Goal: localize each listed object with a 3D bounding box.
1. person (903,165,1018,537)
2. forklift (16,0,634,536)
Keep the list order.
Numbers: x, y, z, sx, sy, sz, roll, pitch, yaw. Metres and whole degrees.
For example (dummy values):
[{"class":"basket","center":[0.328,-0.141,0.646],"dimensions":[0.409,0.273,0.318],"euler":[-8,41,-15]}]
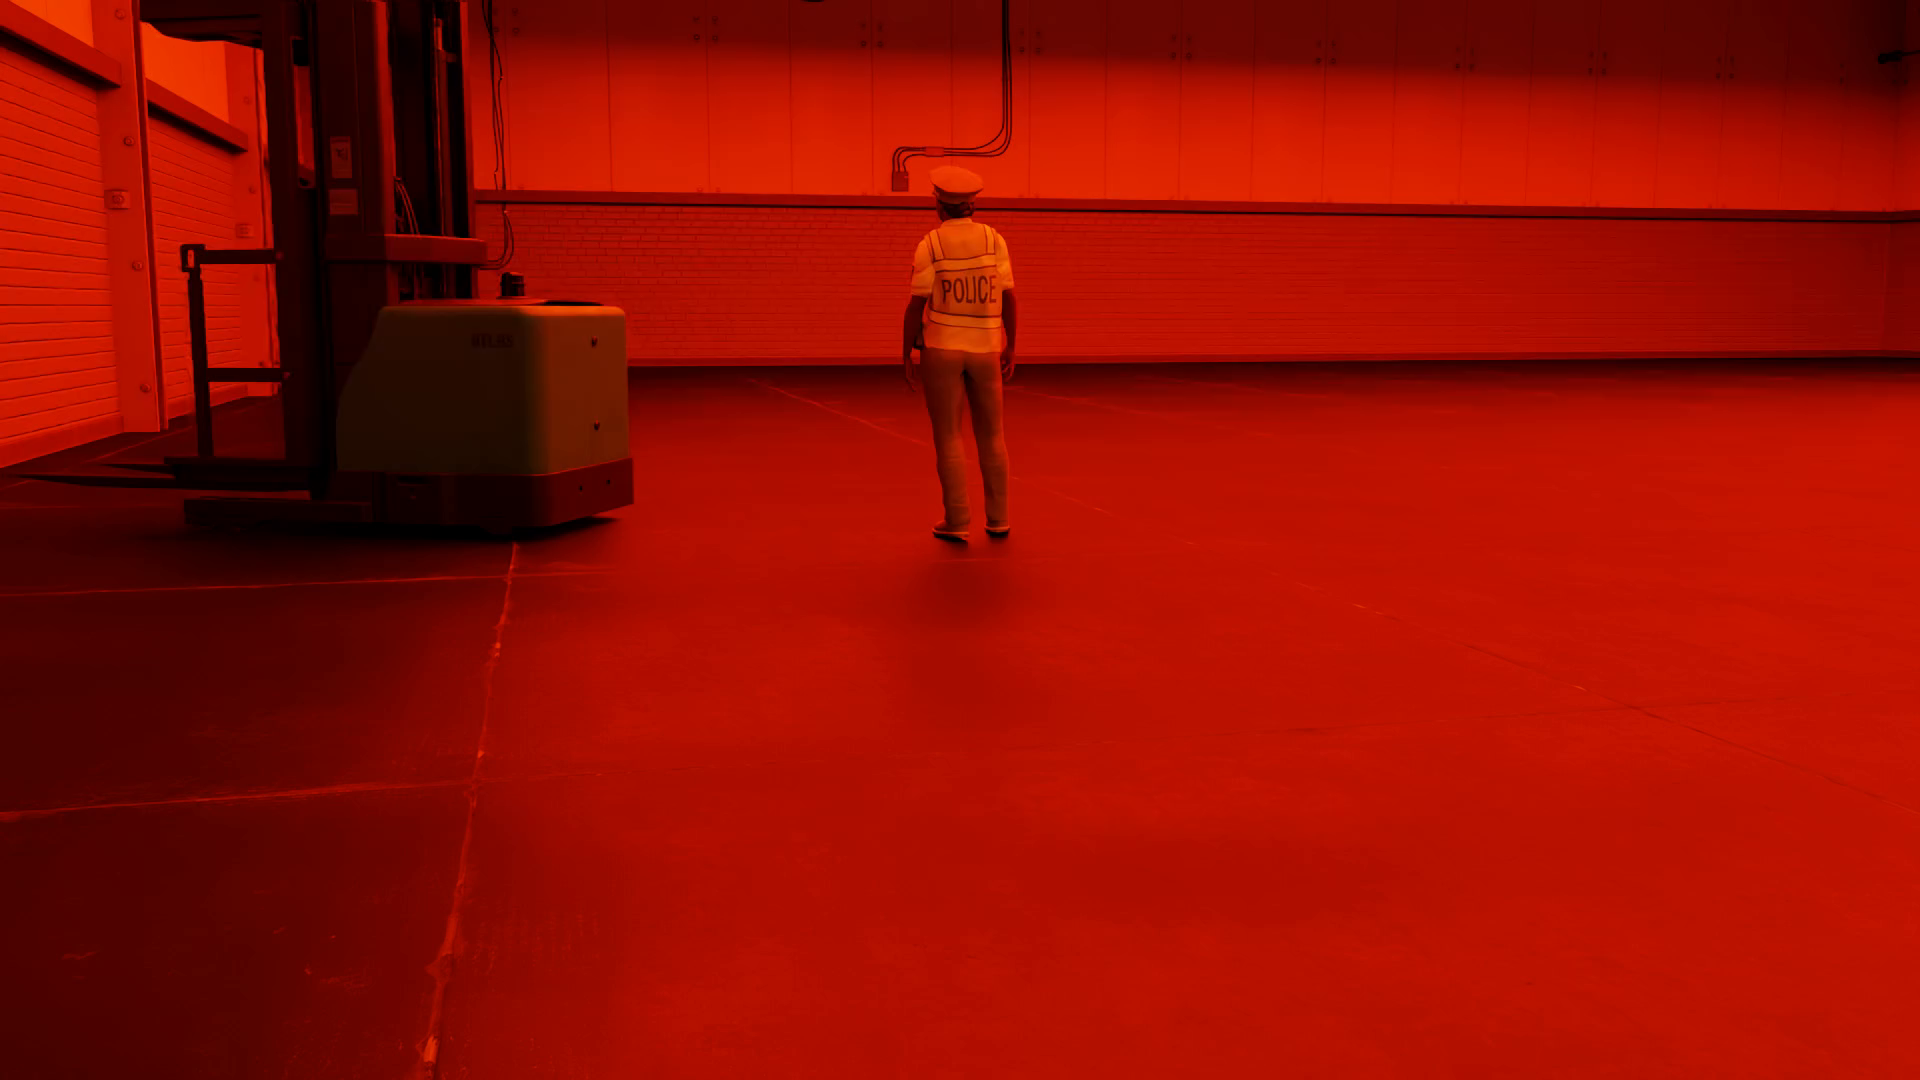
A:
[{"class":"person","center":[0.002,-0.857,7.665],"dimensions":[0.570,1.695,0.530],"euler":[-2,8,-13]},{"class":"forklift","center":[-3.244,-1.554,8.238],"dimensions":[3.031,2.935,1.130],"euler":[2,8,13]}]
